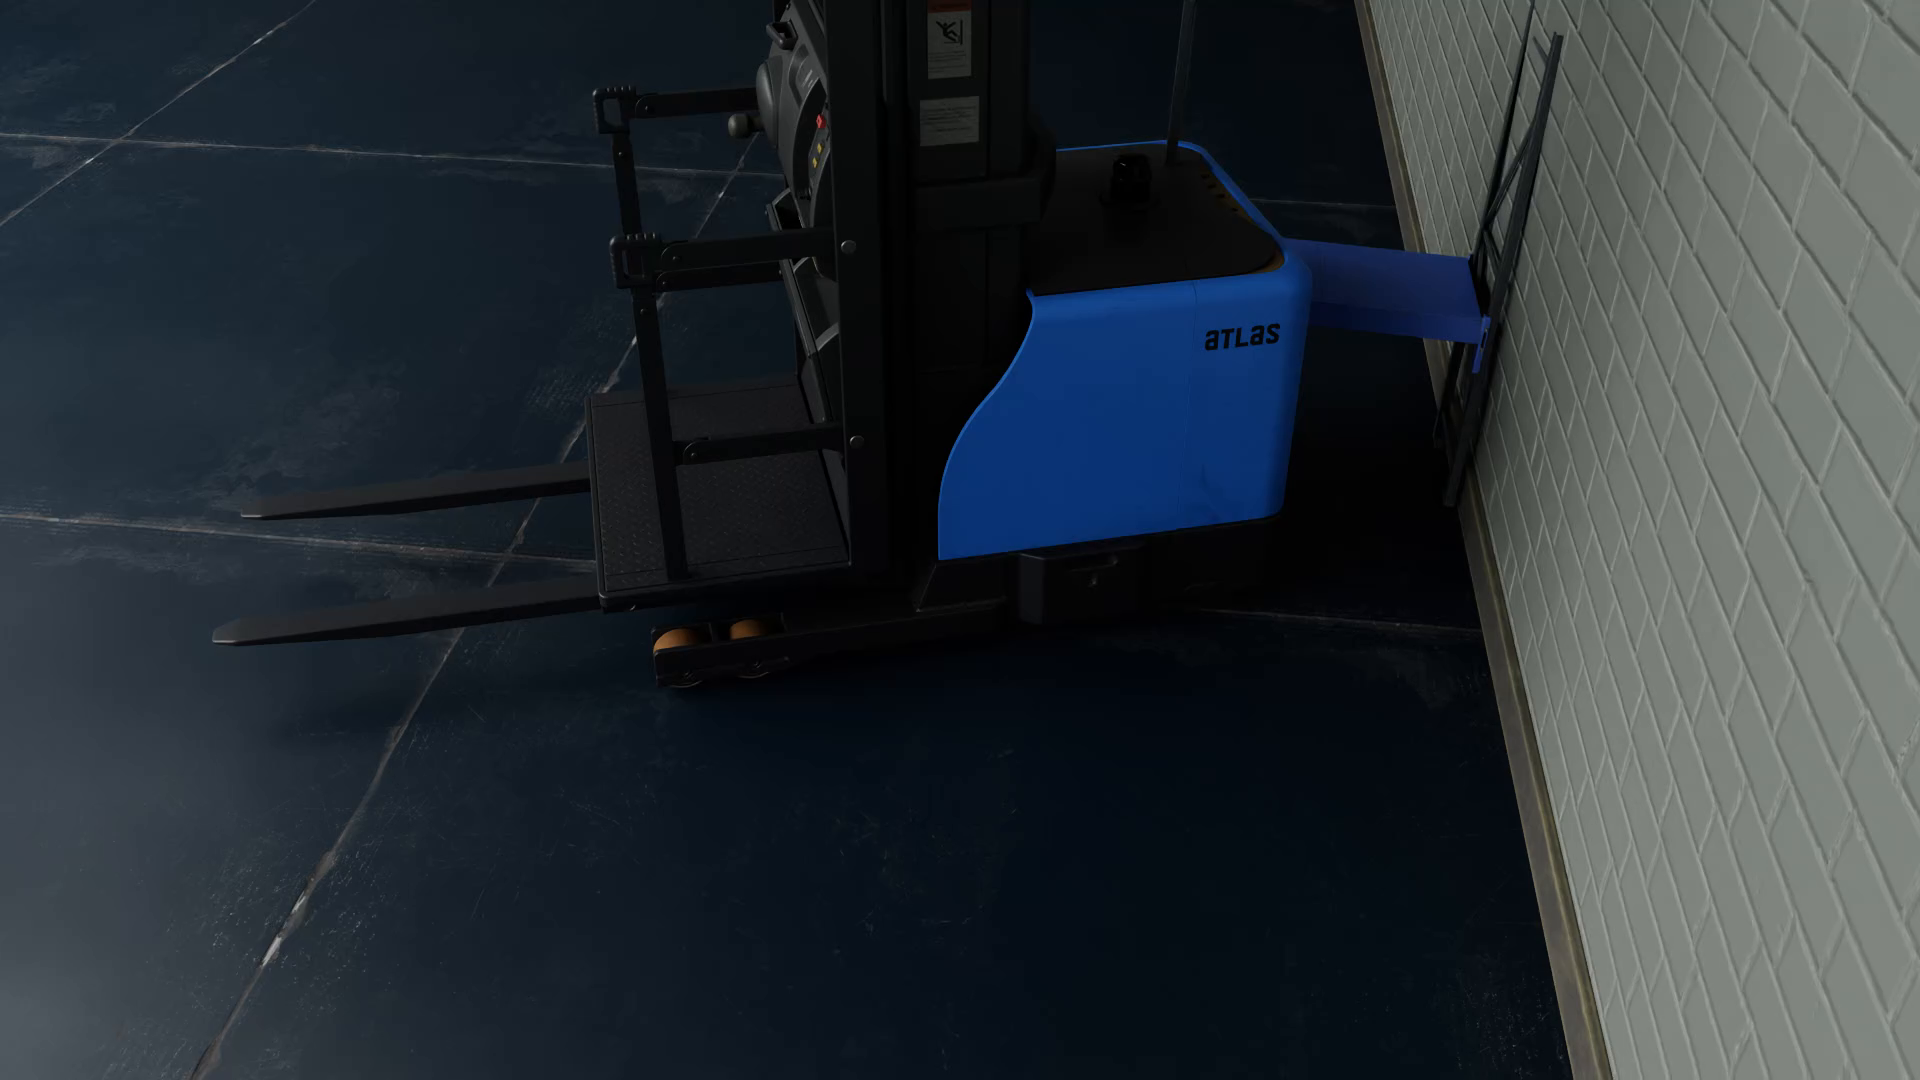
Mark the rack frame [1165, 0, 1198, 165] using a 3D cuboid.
[{"bbox_3d":[0.646,-1.002,5.264,0.032,1.500,0.500,7,32,7],"label":"rack frame"}]

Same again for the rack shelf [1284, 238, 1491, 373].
[{"bbox_3d":[1.138,-0.784,5.302,1.000,0.185,0.538,7,32,7],"label":"rack shelf"}]

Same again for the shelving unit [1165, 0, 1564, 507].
[{"bbox_3d":[1.147,-0.936,5.206,1.048,1.500,0.538,7,32,7],"label":"shelving unit"}]

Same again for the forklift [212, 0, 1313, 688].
[{"bbox_3d":[-0.611,-1.115,4.289,3.031,2.935,1.130,-7,36,-10],"label":"forklift"}]

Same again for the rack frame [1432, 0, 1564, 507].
[{"bbox_3d":[1.648,-0.871,5.149,0.032,1.500,0.500,7,32,7],"label":"rack frame"}]
